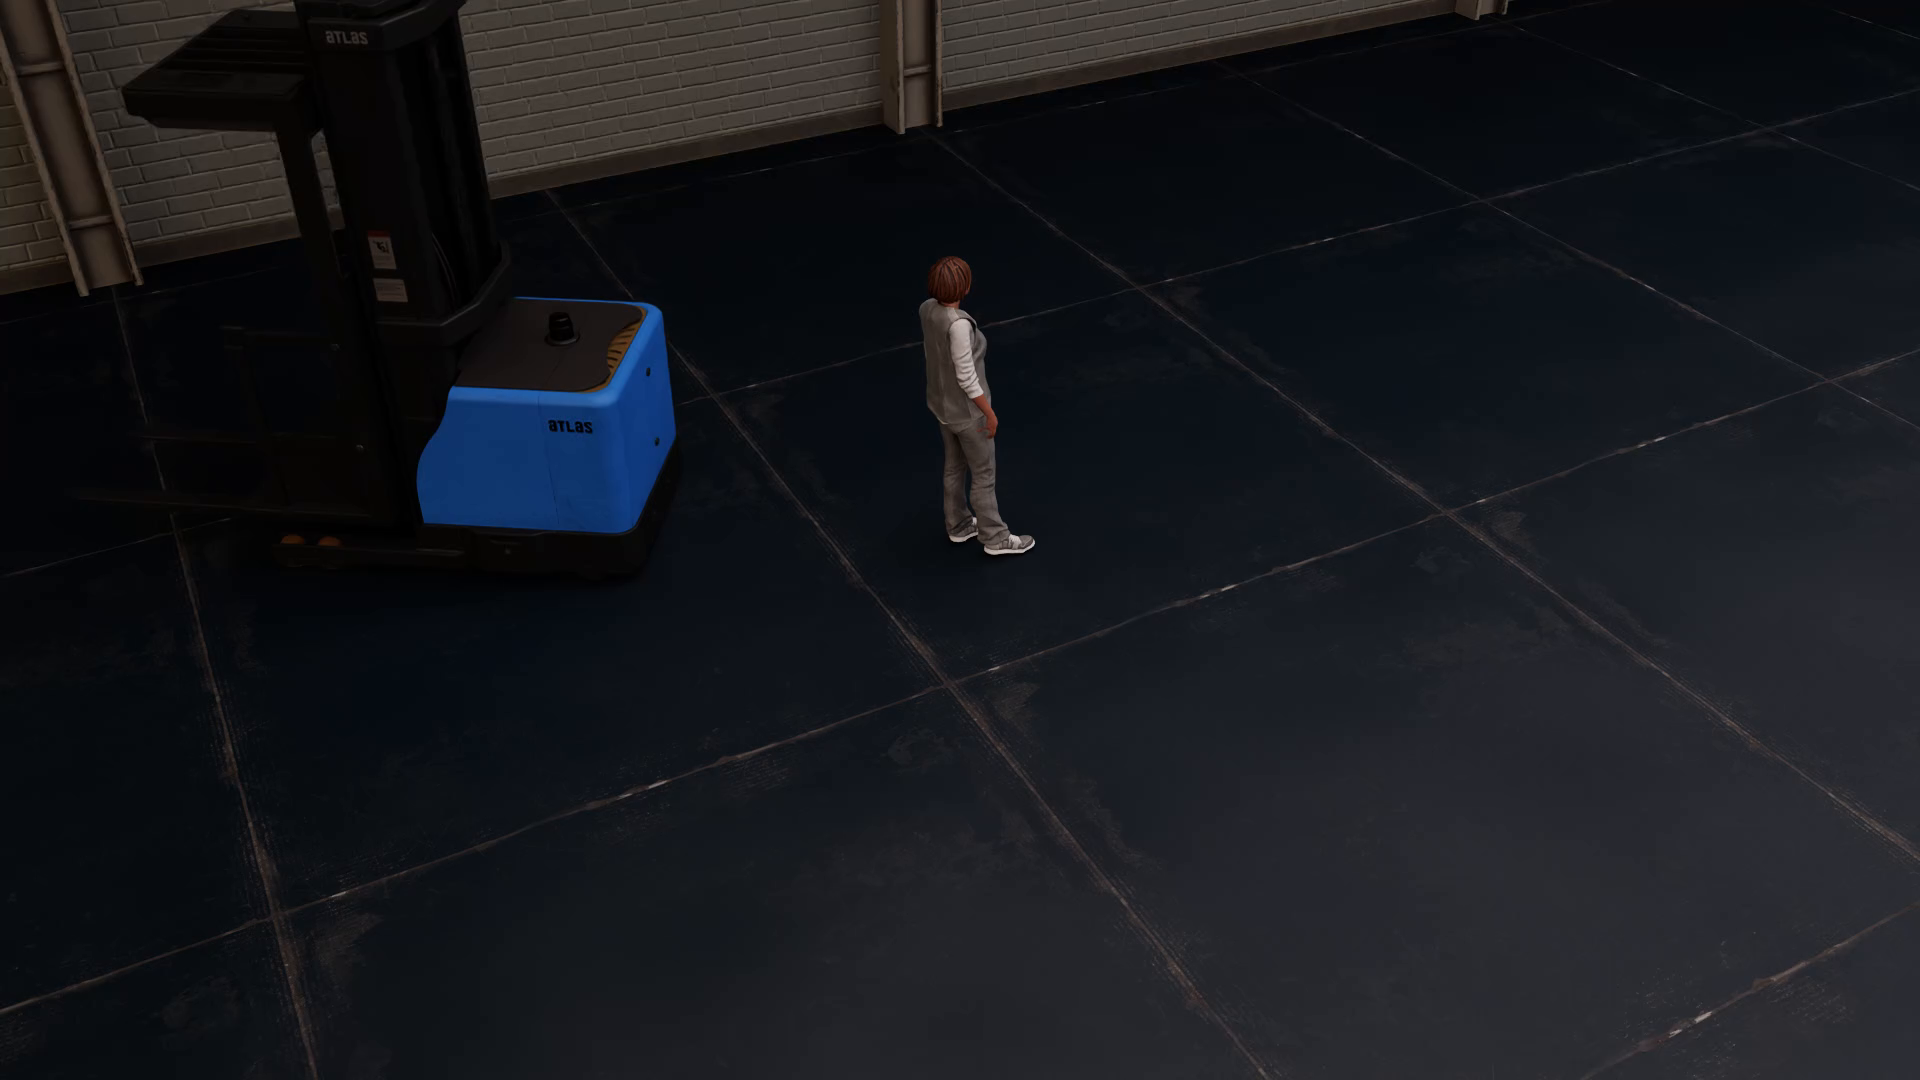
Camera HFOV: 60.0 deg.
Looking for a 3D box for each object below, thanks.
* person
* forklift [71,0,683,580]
[{"bbox_3d":[0.072,-0.671,8.216,0.473,1.599,0.521,-17,39,-23],"label":"person"},{"bbox_3d":[-3.058,-1.346,8.027,3.031,2.935,1.130,3,35,5],"label":"forklift"}]
